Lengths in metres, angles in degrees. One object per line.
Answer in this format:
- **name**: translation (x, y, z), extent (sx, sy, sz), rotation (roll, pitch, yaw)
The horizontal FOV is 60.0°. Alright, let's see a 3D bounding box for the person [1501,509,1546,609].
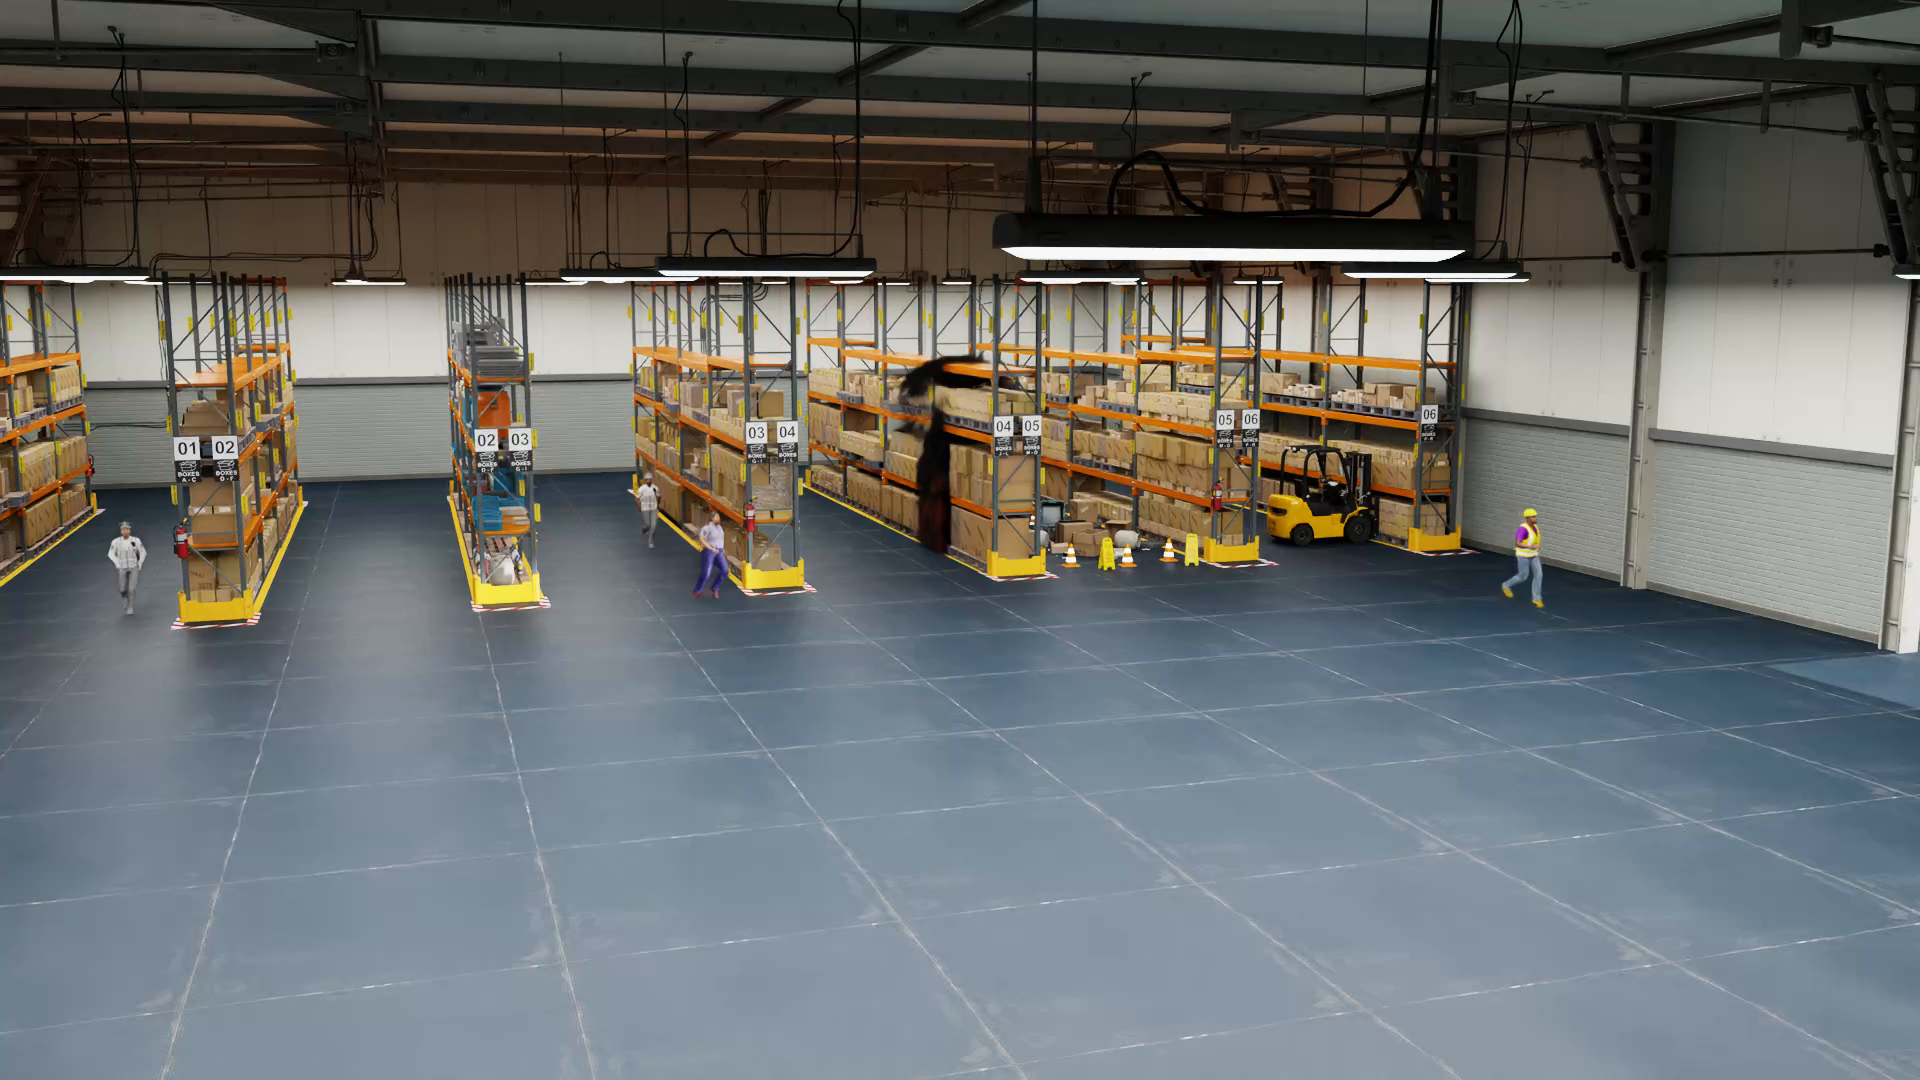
- **person**: translation (10.285, 0.322, 30.235), extent (0.731, 1.811, 0.938), rotation (-7, 11, -38)

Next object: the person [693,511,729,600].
- **person**: translation (-4.586, 0.284, 30.960), extent (0.644, 1.637, 0.679), rotation (7, 11, 38)

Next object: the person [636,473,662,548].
- **person**: translation (-6.948, -0.680, 37.183), extent (0.582, 1.665, 0.578), rotation (-3, 9, -22)

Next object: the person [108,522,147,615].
- **person**: translation (-14.717, 0.482, 29.428), extent (0.609, 1.652, 0.575), rotation (-4, 9, -24)

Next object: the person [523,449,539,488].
- **person**: translation (-12.578, -2.347, 47.964), extent (0.780, 1.726, 0.670), rotation (-1, 9, -6)
